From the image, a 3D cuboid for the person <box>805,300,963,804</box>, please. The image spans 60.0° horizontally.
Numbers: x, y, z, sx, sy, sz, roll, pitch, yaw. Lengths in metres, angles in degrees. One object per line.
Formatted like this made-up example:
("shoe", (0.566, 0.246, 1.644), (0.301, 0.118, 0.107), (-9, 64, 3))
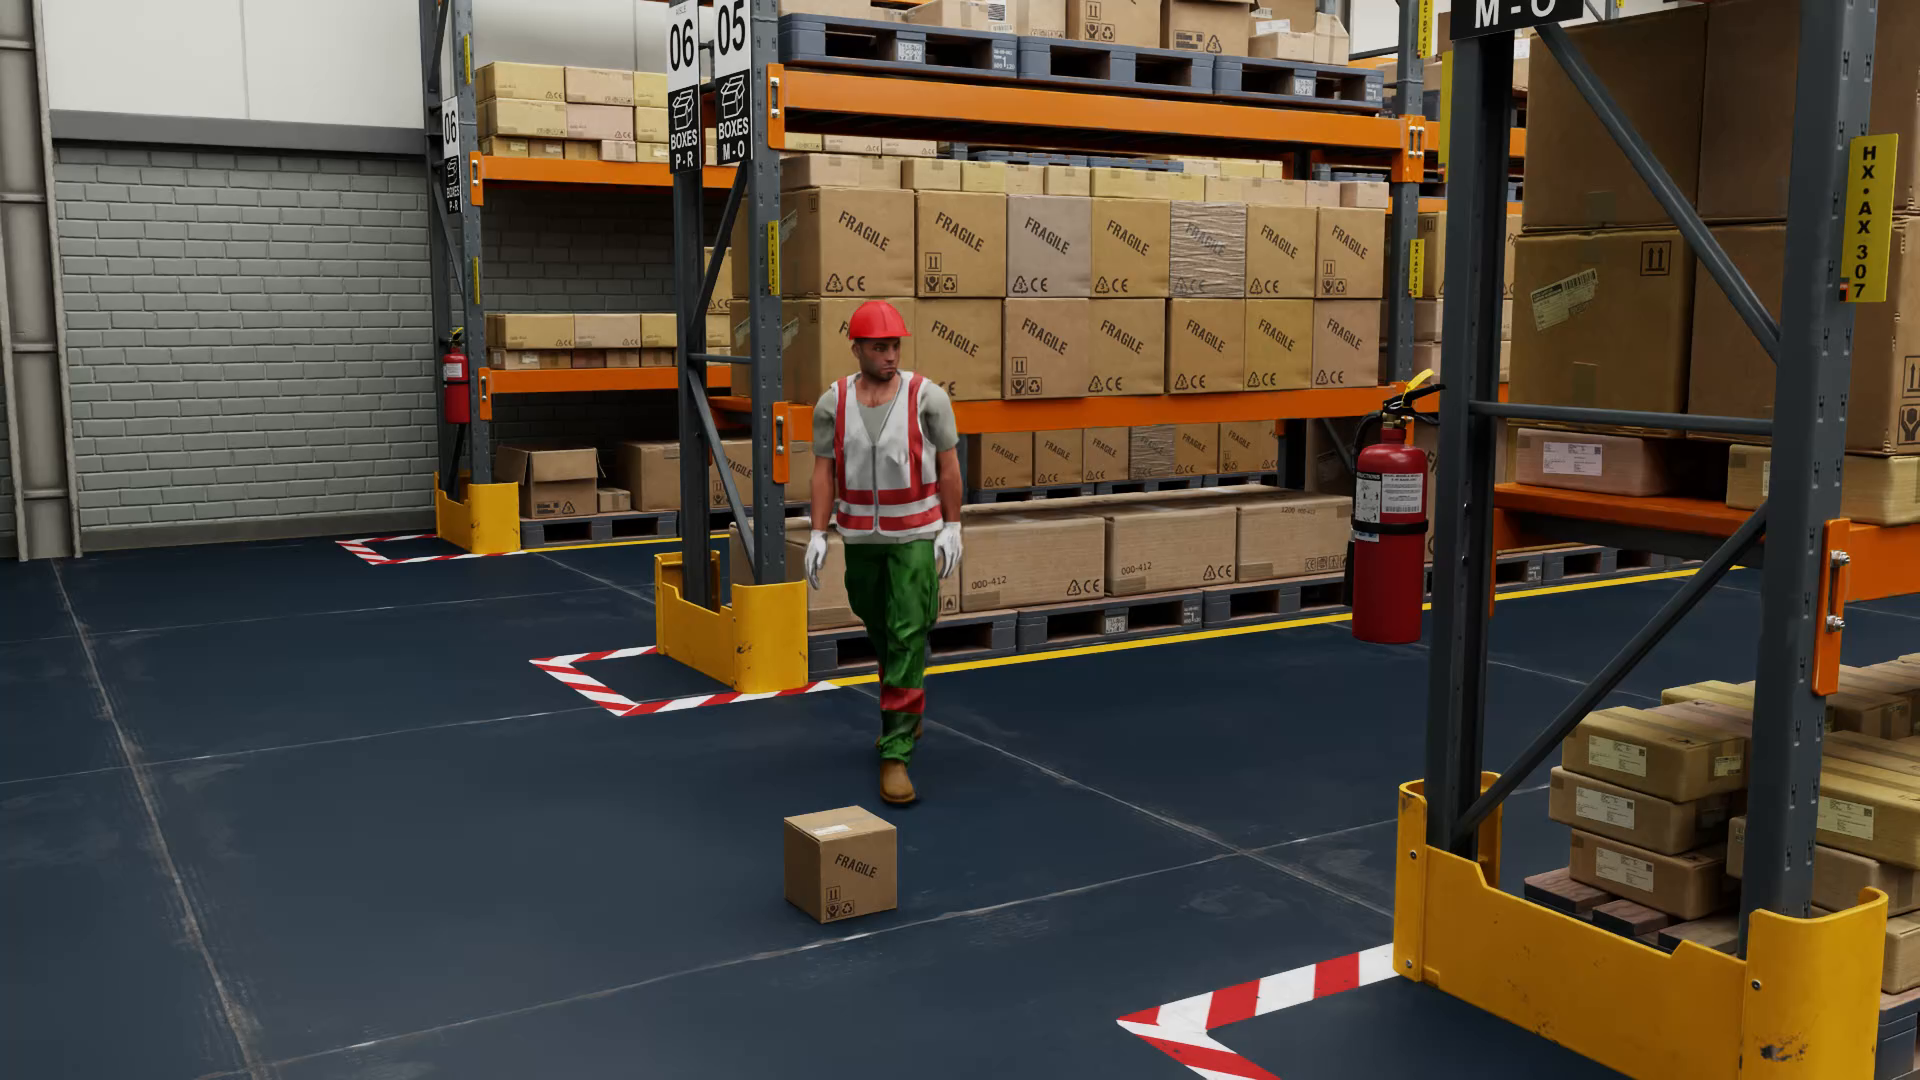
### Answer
("person", (-0.285, 0.001, 6.177), (0.550, 1.765, 0.840), (2, 8, 16))
